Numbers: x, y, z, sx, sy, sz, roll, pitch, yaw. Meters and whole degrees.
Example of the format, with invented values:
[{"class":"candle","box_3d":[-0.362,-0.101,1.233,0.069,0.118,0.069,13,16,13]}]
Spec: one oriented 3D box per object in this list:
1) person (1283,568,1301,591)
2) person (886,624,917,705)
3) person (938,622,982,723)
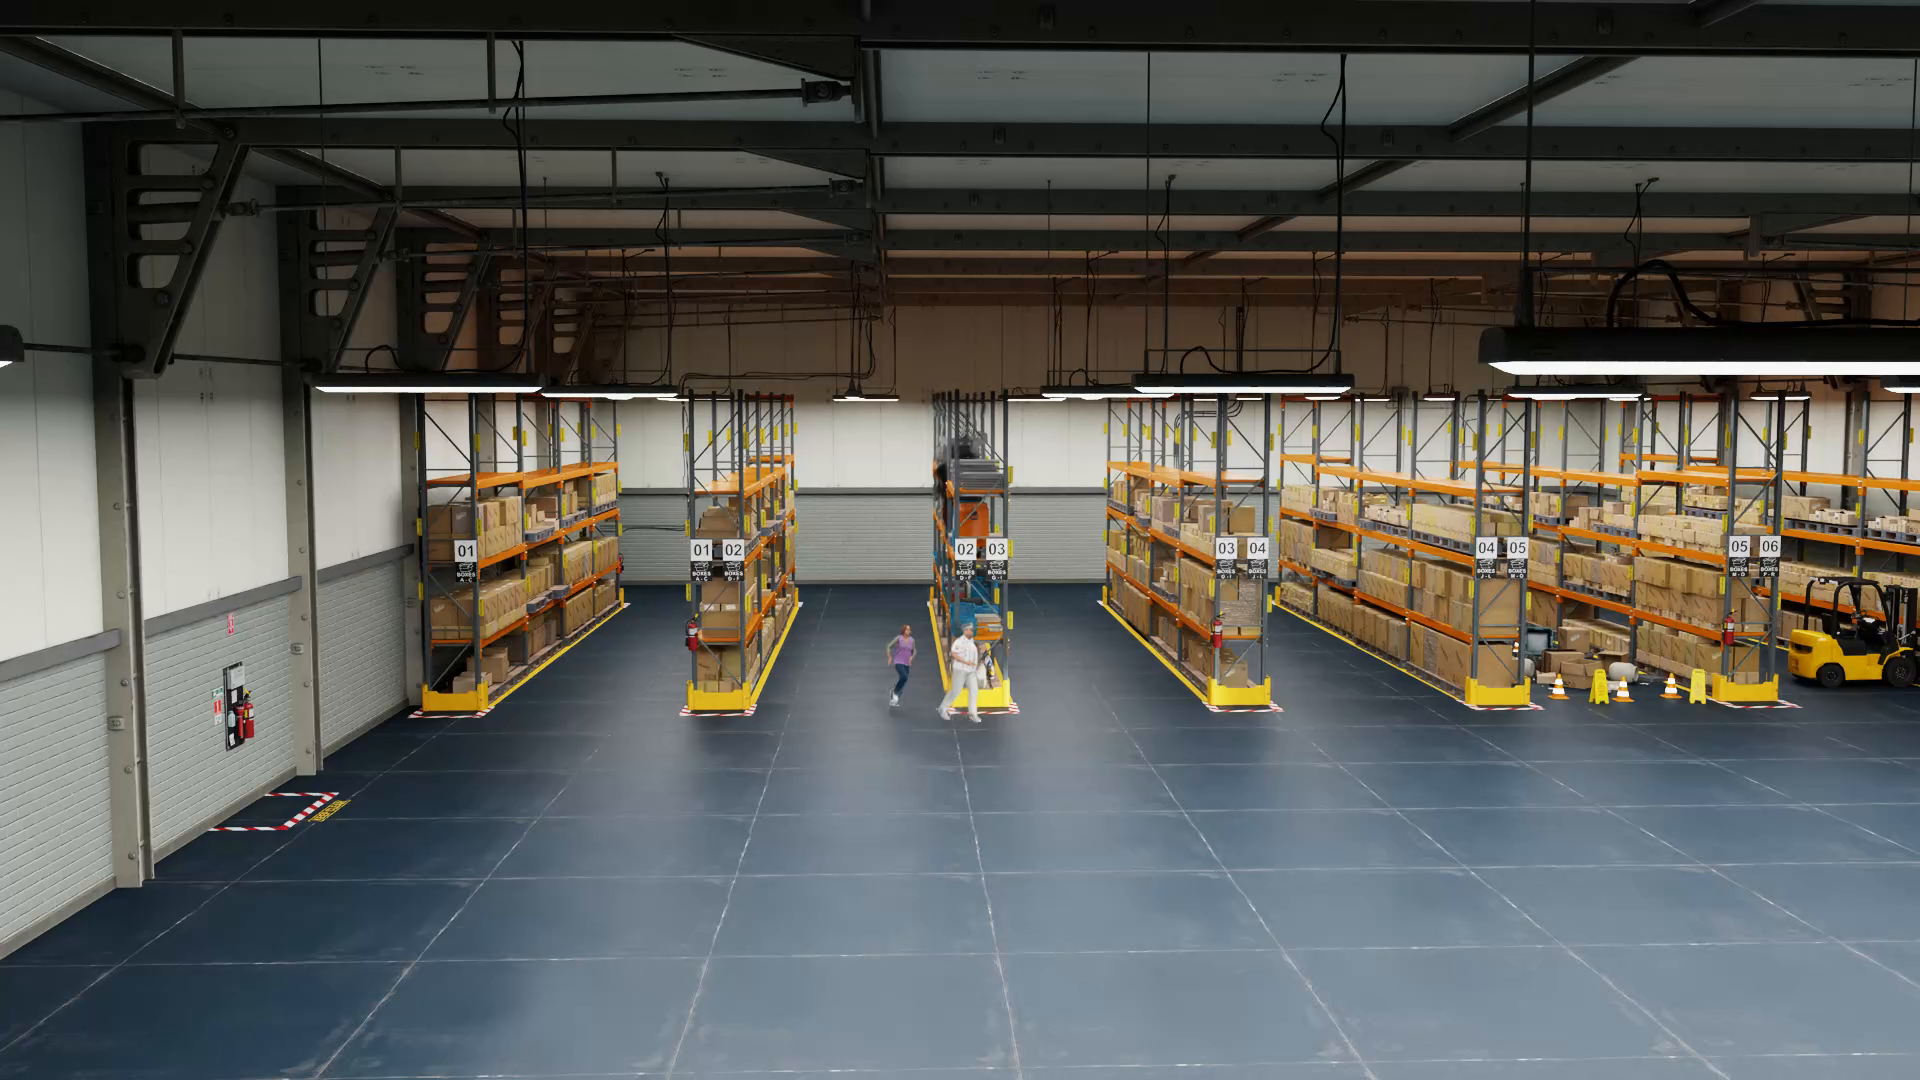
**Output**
[{"class":"person","box_3d":[9.765,0.849,48.841,0.824,1.773,0.704,1,5,16]},{"class":"person","box_3d":[-1.065,2.372,31.511,0.537,1.533,0.585,-2,5,-28]},{"class":"person","box_3d":[0.113,2.375,30.143,0.883,1.772,0.723,4,6,38]}]
